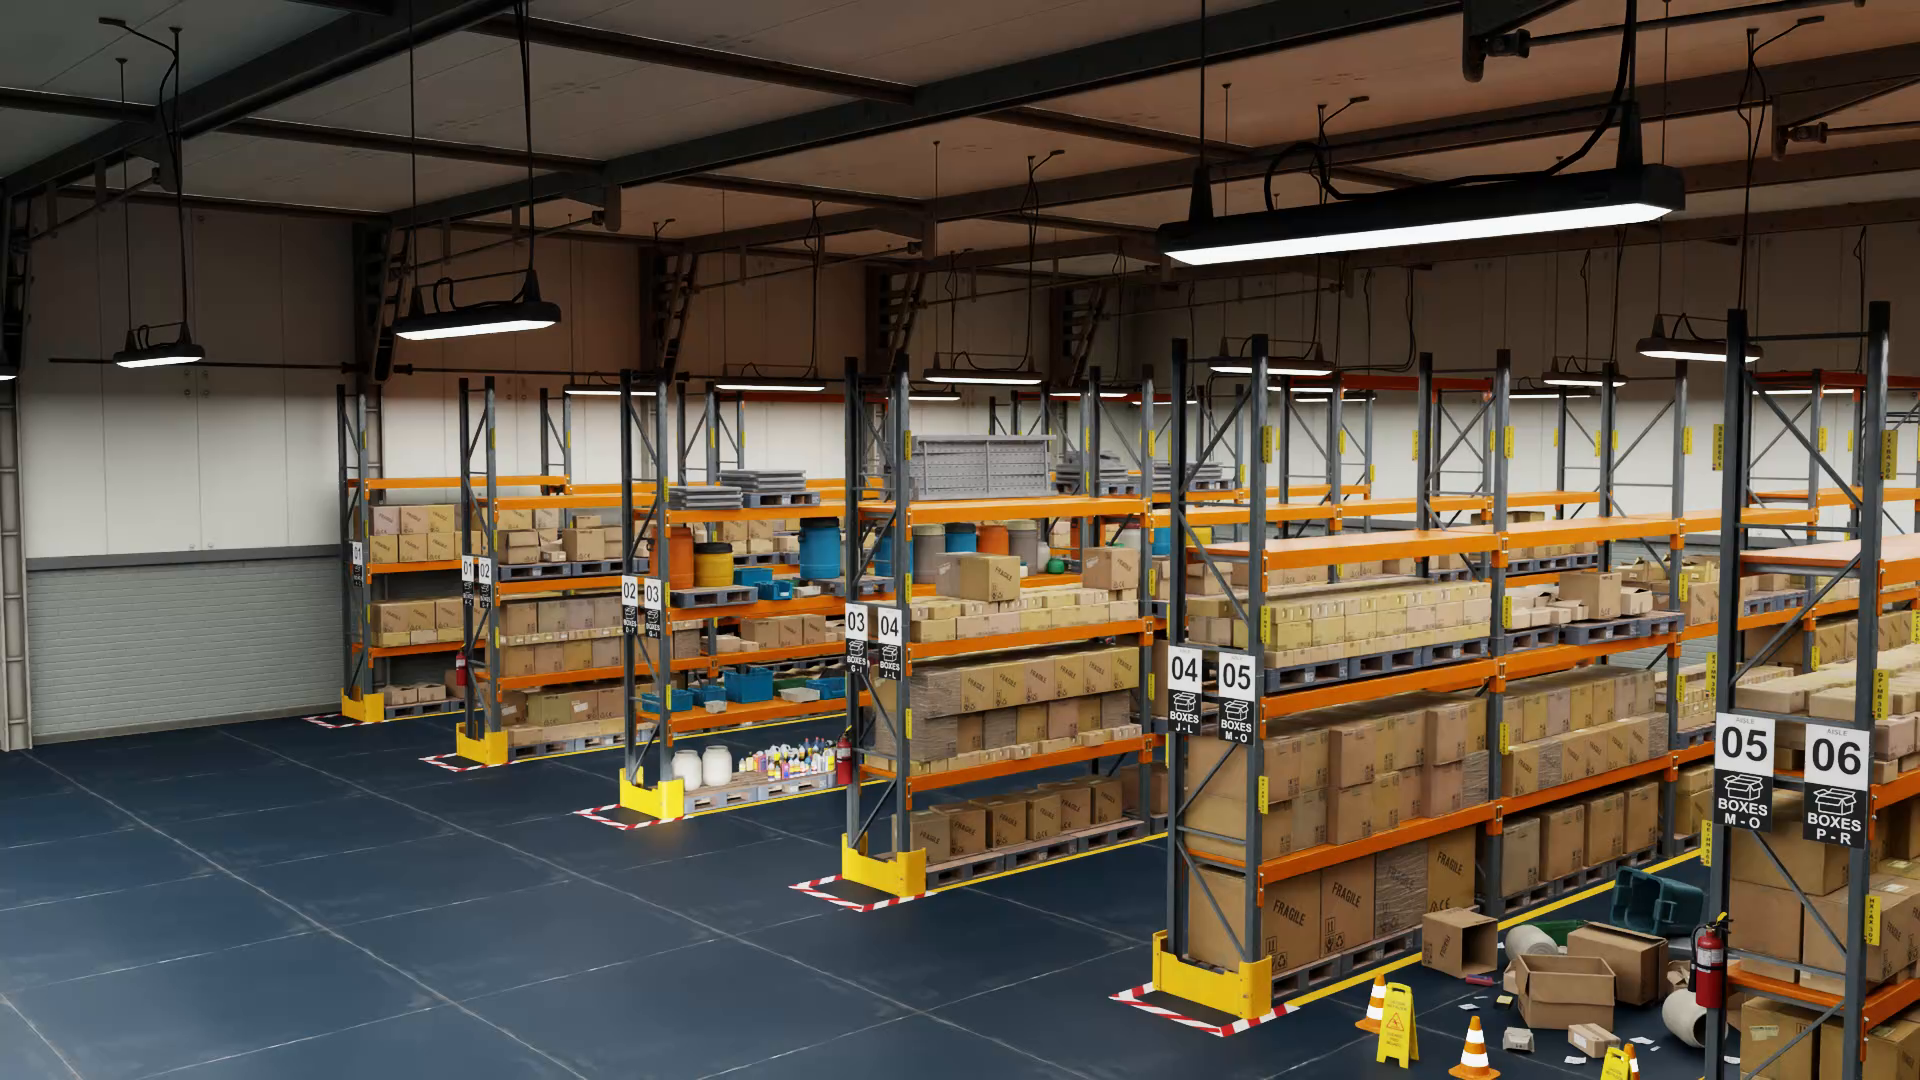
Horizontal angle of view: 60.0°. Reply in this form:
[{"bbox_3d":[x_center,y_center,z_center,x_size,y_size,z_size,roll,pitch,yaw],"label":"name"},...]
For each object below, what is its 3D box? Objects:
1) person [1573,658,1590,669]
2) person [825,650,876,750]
[{"bbox_3d":[9.842,2.566,26.339,1.085,1.708,0.556,-3,5,-41],"label":"person"},{"bbox_3d":[-1.679,2.531,26.646,1.074,1.711,0.597,0,4,-7],"label":"person"}]
